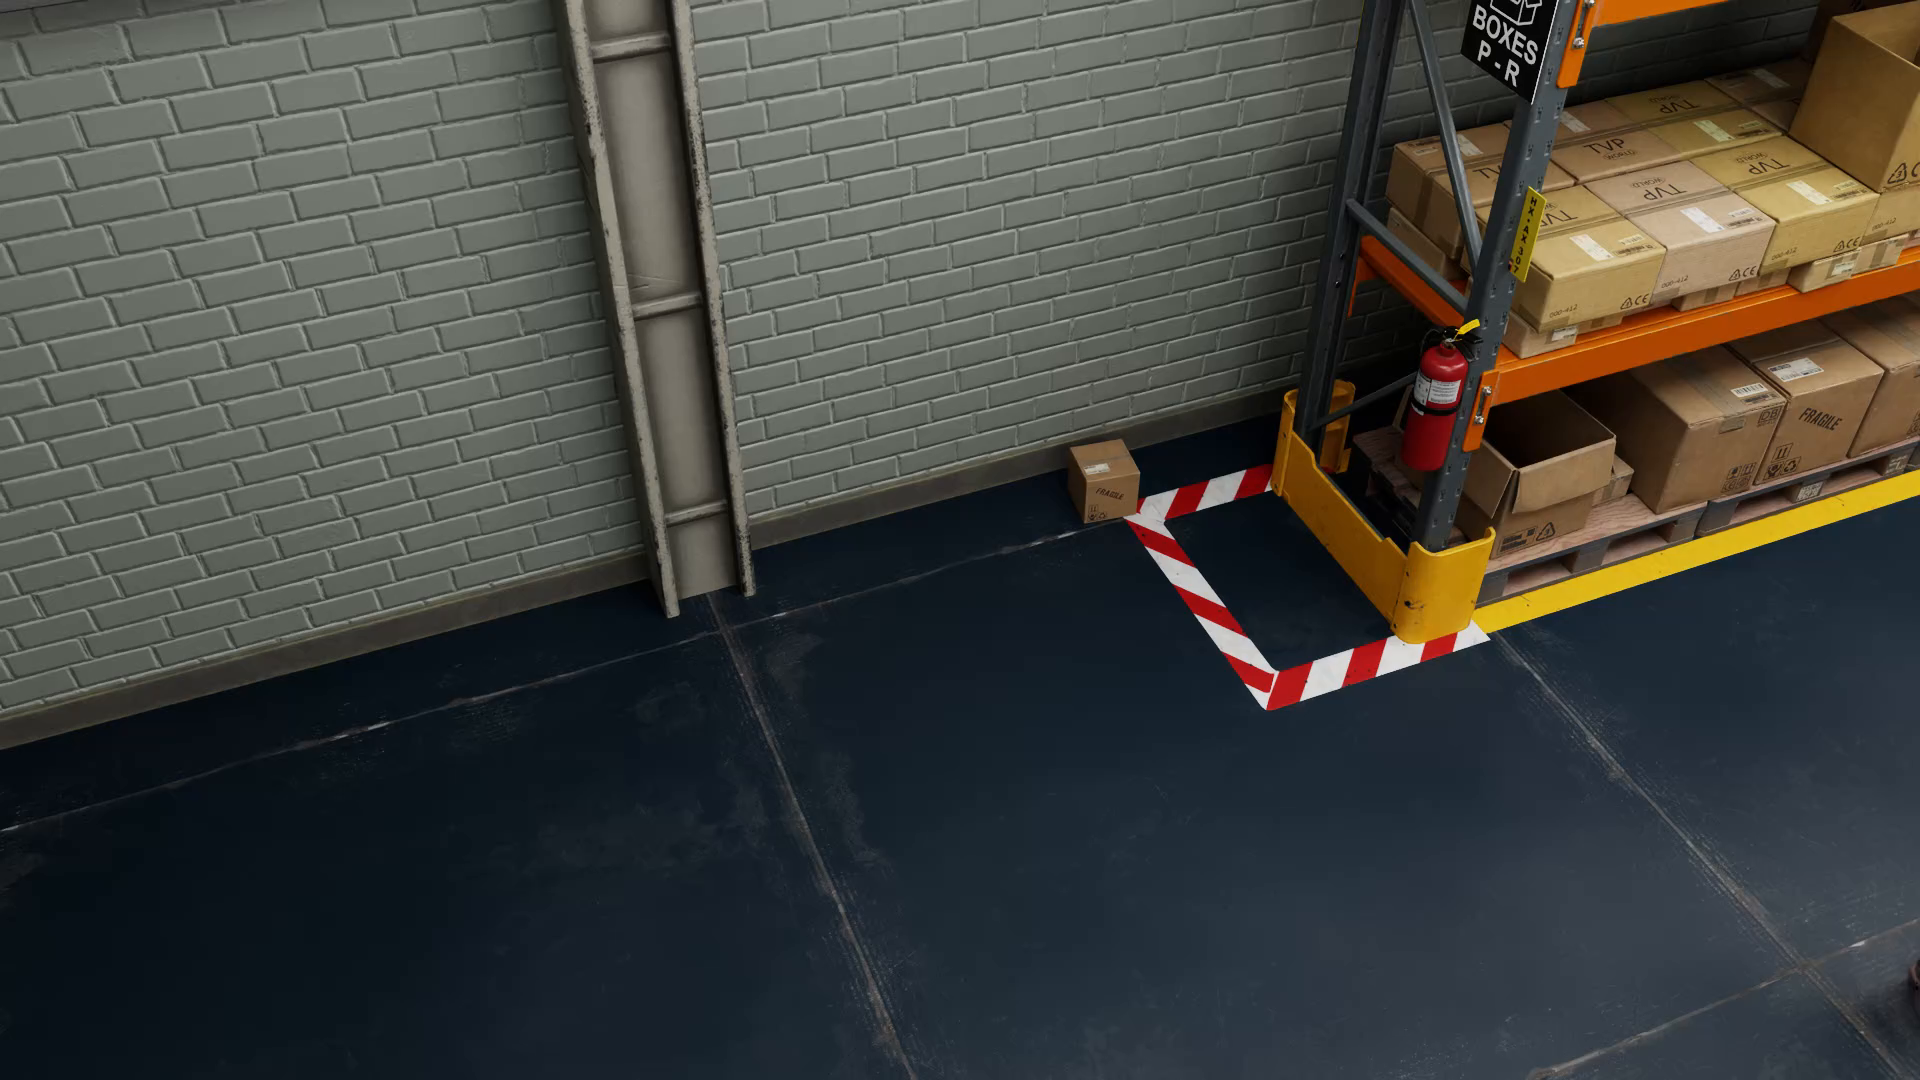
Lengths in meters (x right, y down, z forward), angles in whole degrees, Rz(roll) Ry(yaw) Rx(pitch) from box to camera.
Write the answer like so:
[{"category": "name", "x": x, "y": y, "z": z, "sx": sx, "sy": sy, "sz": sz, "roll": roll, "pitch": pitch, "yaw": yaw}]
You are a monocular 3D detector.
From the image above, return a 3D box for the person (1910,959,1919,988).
[{"category": "person", "x": 3.445, "y": 0.967, "z": 5.079, "sx": 0.445, "sy": 1.672, "sz": 0.435, "roll": 13, "pitch": 44, "yaw": 14}]
